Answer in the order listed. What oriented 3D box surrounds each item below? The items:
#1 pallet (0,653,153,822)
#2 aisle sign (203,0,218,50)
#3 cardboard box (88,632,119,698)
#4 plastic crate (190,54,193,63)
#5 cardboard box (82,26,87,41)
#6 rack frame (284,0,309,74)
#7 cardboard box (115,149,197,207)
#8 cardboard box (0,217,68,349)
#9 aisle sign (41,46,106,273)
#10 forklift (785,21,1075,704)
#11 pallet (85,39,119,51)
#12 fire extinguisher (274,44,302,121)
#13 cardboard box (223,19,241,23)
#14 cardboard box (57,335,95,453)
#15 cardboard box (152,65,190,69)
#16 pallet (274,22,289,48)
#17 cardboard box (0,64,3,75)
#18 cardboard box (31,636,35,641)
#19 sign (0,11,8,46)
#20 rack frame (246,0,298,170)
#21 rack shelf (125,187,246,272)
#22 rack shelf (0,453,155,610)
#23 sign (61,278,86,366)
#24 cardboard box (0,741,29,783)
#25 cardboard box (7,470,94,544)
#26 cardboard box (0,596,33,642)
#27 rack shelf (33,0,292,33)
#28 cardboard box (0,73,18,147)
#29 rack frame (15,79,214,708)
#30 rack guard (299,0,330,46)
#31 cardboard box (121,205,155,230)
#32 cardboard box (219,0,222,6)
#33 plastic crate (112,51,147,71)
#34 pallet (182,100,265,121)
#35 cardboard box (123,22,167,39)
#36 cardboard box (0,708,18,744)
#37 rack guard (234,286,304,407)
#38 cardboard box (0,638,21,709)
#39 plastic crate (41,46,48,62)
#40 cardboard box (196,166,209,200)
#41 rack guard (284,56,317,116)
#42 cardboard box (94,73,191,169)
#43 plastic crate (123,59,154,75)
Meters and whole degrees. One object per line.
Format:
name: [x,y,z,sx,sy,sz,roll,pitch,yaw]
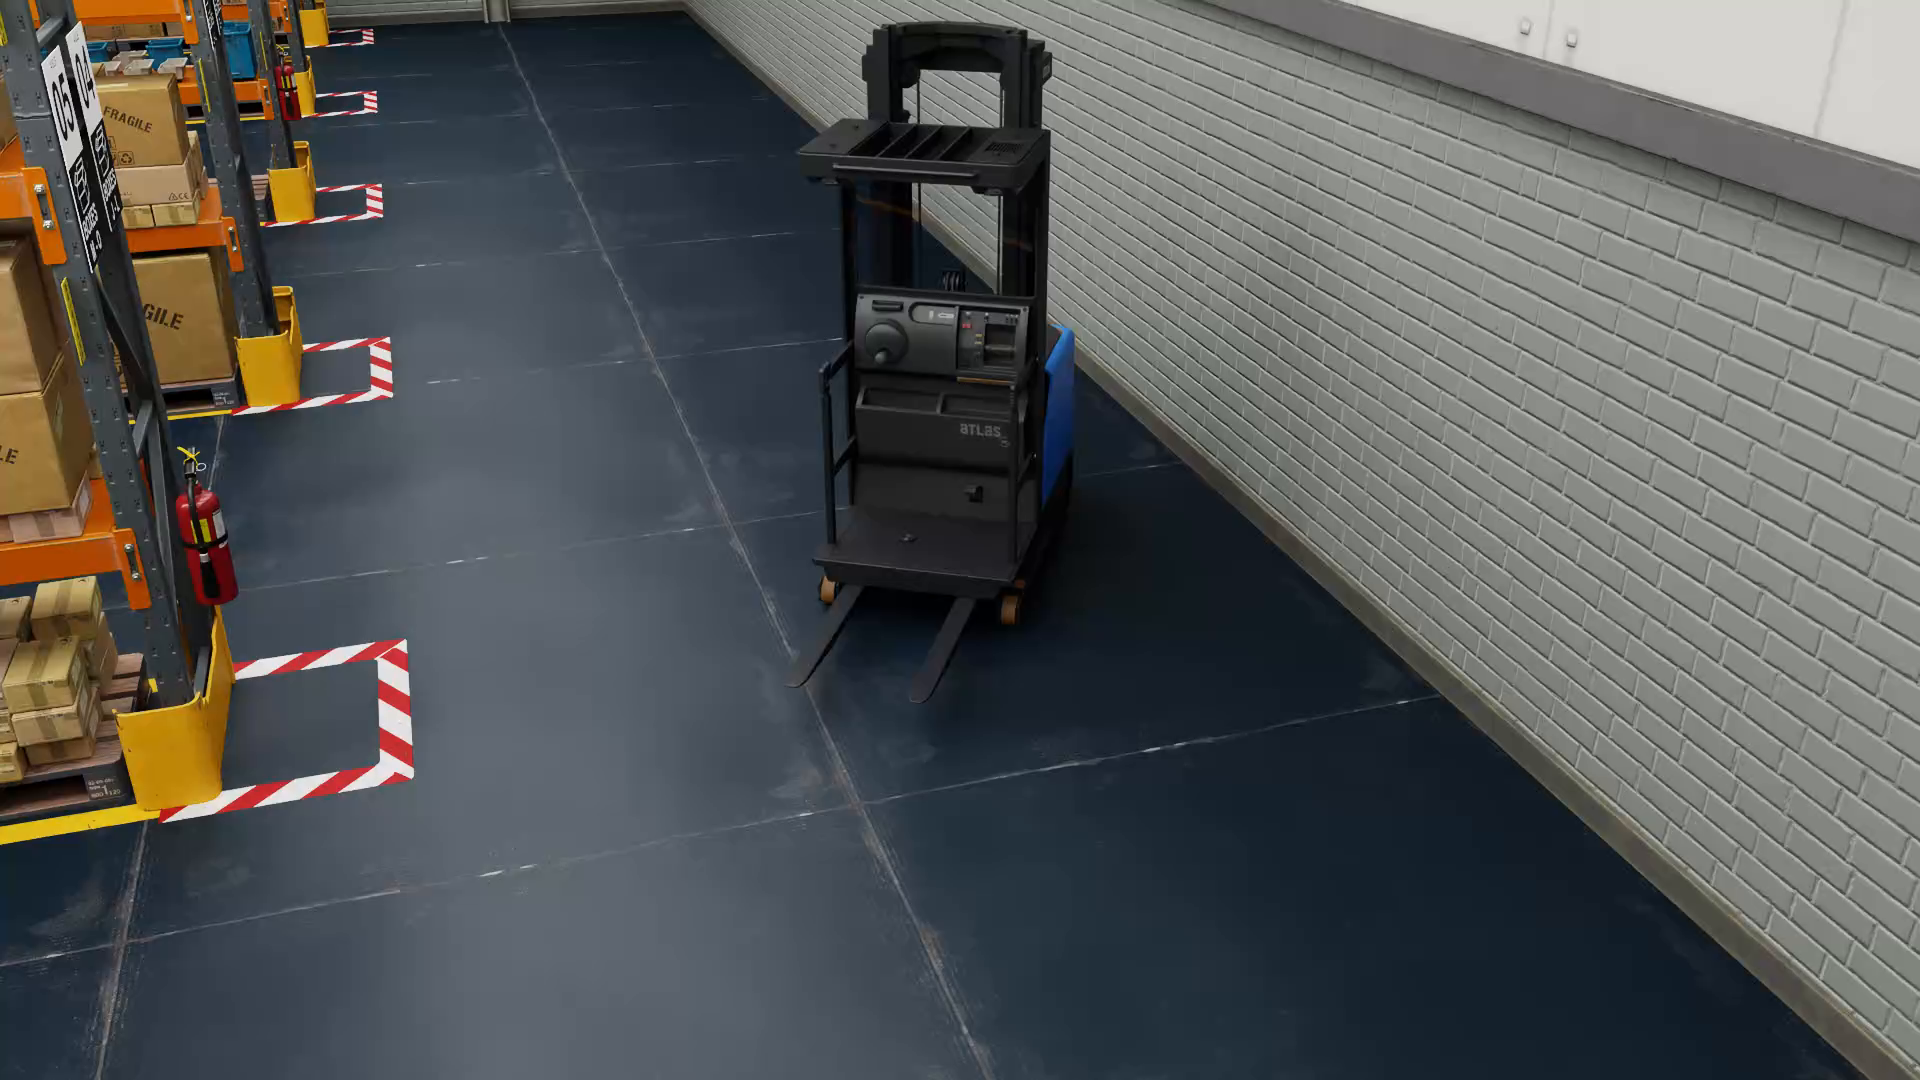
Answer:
pallet: [-4.427,0.938,7.624,1.213,0.211,1.003,-8,28,-16]
aisle sign: [-4.850,-3.577,10.659,0.004,0.787,0.394,-8,28,-16]
cardboard box: [-4.169,0.607,7.888,0.250,0.149,0.380,-8,27,-15]
plastic crate: [-7.212,-4.629,15.930,0.298,0.136,0.250,-8,28,-16]
cardboard box: [-12.674,-7.390,23.601,0.500,0.500,0.700,-8,27,-15]
rack frame: [-8.076,-6.719,19.910,0.127,3.000,1.000,-8,28,-16]
cardboard box: [-5.390,-2.417,11.079,0.500,0.250,0.500,-9,28,-17]
cardboard box: [-4.081,-1.095,7.011,0.500,0.500,0.500,-8,28,-16]
aisle sign: [-3.409,-1.466,6.407,0.004,0.787,0.394,-8,28,-16]
forklift: [-0.146,-1.044,8.556,1.130,2.935,3.031,6,27,12]
pallet: [-12.669,-7.085,23.783,1.213,0.211,1.003,-8,28,-16]
fire extinguisher: [-6.261,-4.251,15.446,0.183,0.674,0.296,-8,28,-16]
cardboard box: [-10.723,-7.674,24.173,0.500,0.500,0.700,-8,28,-16]
cardboard box: [-4.084,-0.652,7.243,0.500,0.500,0.500,-7,27,-14]
cardboard box: [-9.631,-5.592,20.237,0.500,0.250,0.500,-8,28,-16]
pallet: [-10.349,-7.421,24.460,1.213,0.211,1.003,-8,28,-16]
cardboard box: [-4.079,-1.967,6.572,0.500,0.250,0.500,-8,27,-15]
cardboard box: [-4.427,0.514,7.740,0.250,0.149,0.380,-8,28,-16]
sign: [-3.419,-1.922,5.878,0.005,0.325,0.100,-8,28,-16]
rack frame: [-6.545,-4.624,15.691,0.127,3.000,1.000,-8,28,-16]
rack shelf: [-6.913,-1.932,11.078,4.000,0.370,1.077,-8,28,-16]
rack shelf: [-5.473,0.179,6.826,4.000,0.370,1.077,-8,28,-16]
sign: [-3.419,-0.842,6.414,0.005,0.325,0.100,-8,28,-16]
cardboard box: [-4.221,0.909,7.280,0.250,0.149,0.380,-7,27,-15]
cardboard box: [-3.794,-0.142,6.945,0.250,0.149,0.380,-8,28,-16]
cardboard box: [-4.400,0.421,7.594,0.250,0.149,0.380,-8,27,-15]
rack shelf: [-9.977,-6.121,19.516,4.000,0.370,1.077,-8,28,-16]
cardboard box: [-4.077,-1.741,6.680,0.500,0.250,0.500,-7,27,-14]
rack frame: [-3.571,-0.419,7.220,0.127,3.000,1.000,-8,28,-16]
rack guard: [-9.590,-7.696,24.691,0.348,0.500,1.175,-8,28,-16]
cardboard box: [-5.495,-2.193,11.076,0.250,0.149,0.380,-8,27,-16]
cardboard box: [-8.909,-6.514,19.385,0.500,0.500,0.500,-8,28,-16]
plastic crate: [-7.857,-4.535,15.741,0.298,0.136,0.250,-8,28,-16]
pallet: [-8.906,-5.349,20.288,1.213,0.211,1.003,-8,28,-16]
cardboard box: [-11.706,-7.528,23.878,0.500,0.500,0.700,-8,27,-15]
cardboard box: [-4.250,0.743,7.279,0.250,0.149,0.380,-9,28,-17]
rack guard: [-4.988,-1.414,12.035,0.348,0.500,1.175,-8,28,-16]
cardboard box: [-4.253,0.594,7.245,0.250,0.149,0.380,-8,27,-15]
plastic crate: [-8.419,-4.458,15.478,0.300,0.233,0.416,-8,28,-16]
cardboard box: [-5.451,-2.508,11.711,0.250,0.149,0.380,-8,27,-16]
rack guard: [-8.148,-5.589,20.445,0.348,0.500,1.175,-8,28,-16]
cardboard box: [-5.393,-2.754,10.914,0.500,0.500,0.500,-8,27,-15]
plastic crate: [-7.544,-4.310,15.288,0.243,0.136,0.396,-8,28,-16]
